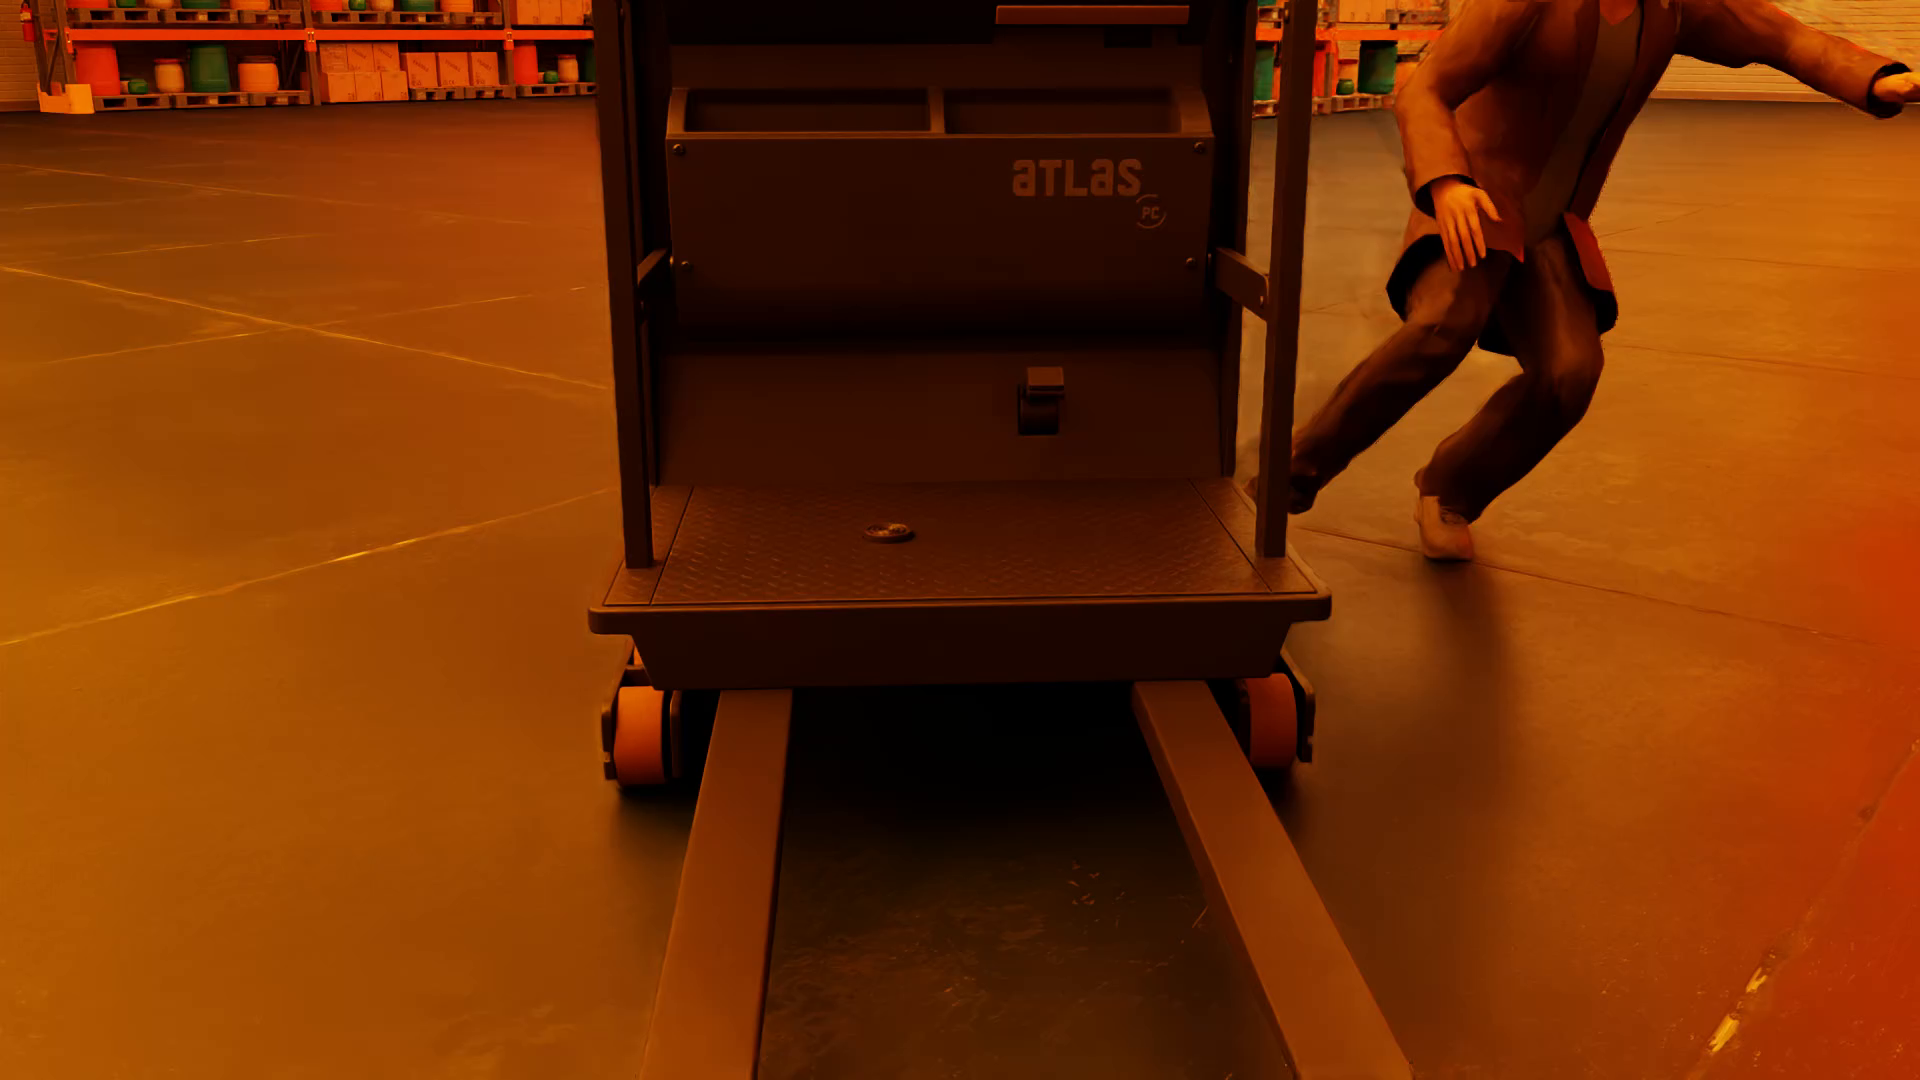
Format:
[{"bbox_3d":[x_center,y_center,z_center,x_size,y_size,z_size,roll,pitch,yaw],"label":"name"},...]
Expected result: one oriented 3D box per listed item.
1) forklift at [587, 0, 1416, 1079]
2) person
[{"bbox_3d":[-0.019,-1.105,2.537,1.130,2.935,3.031,-1,17,-3],"label":"forklift"},{"bbox_3d":[1.208,-0.651,3.508,1.348,1.521,0.927,-5,18,-17],"label":"person"}]
